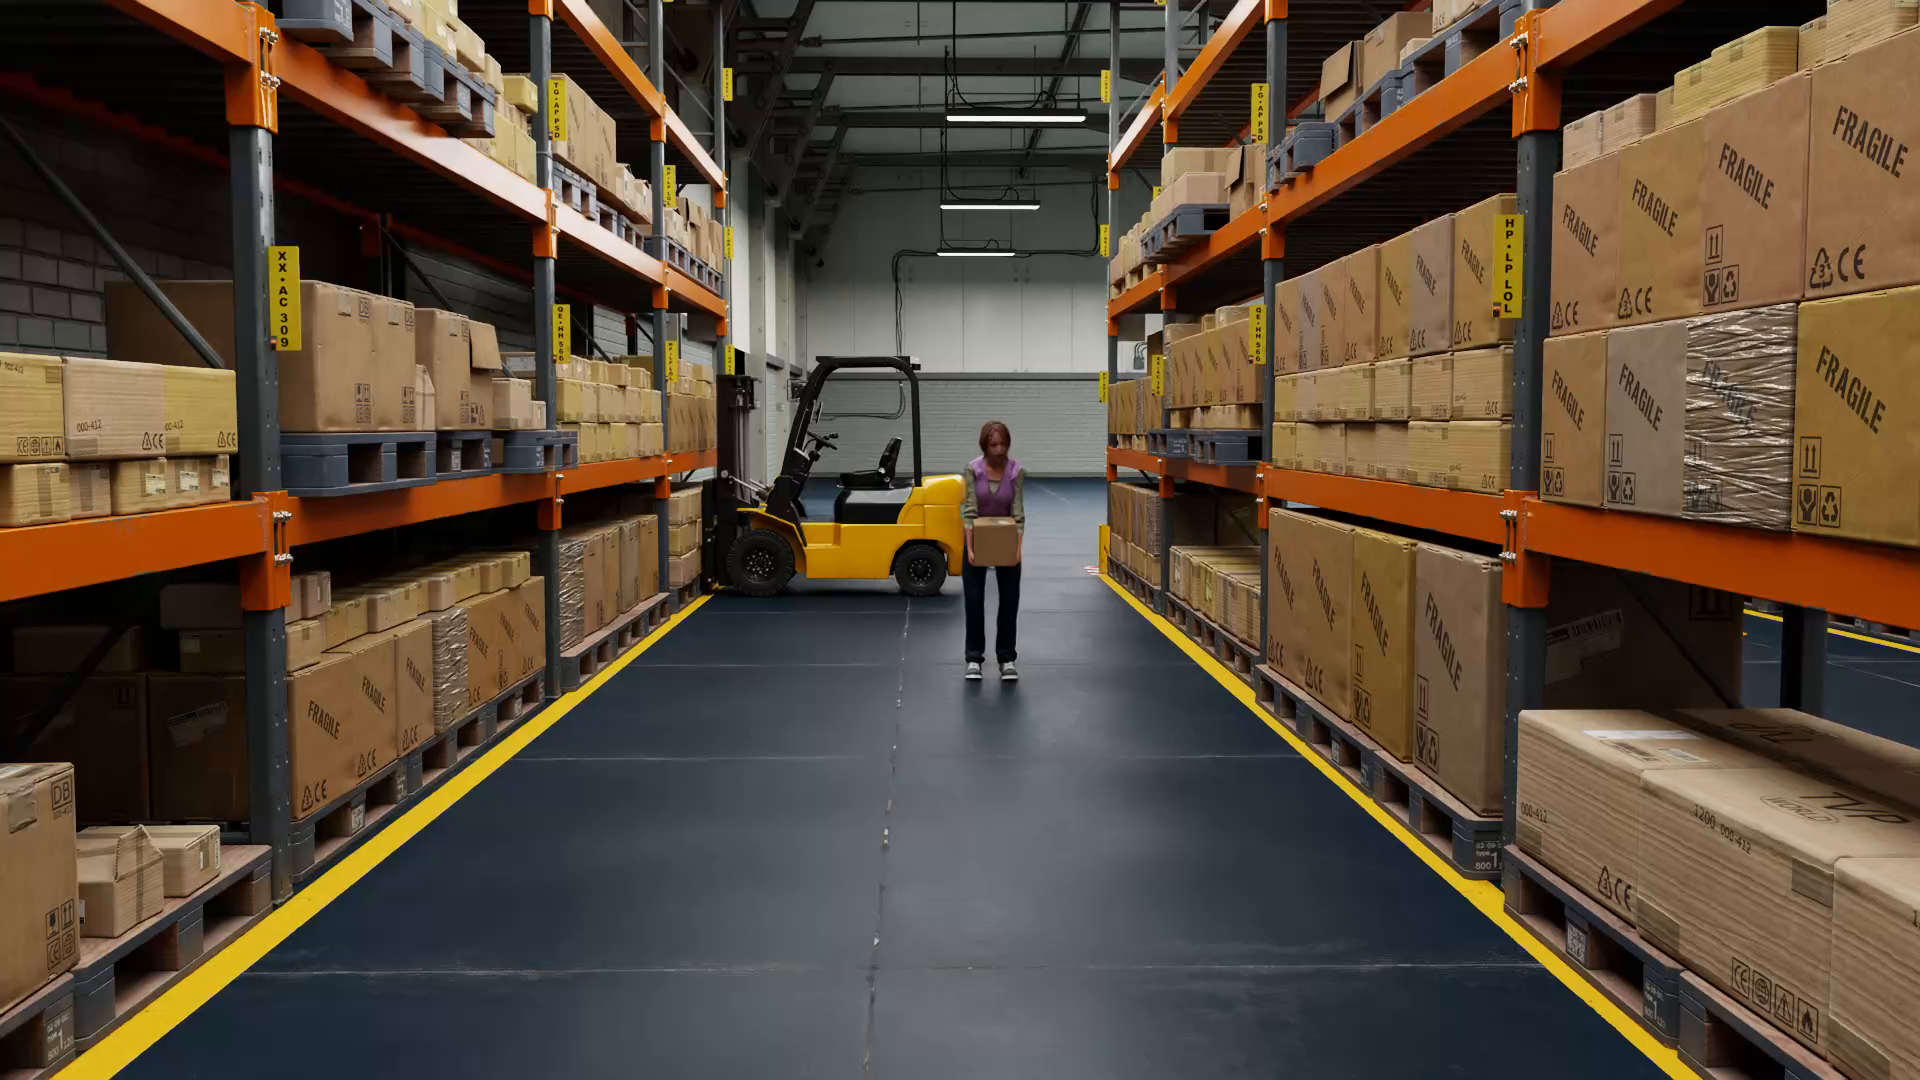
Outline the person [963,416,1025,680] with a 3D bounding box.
[{"bbox_3d":[0.202,0.052,10.041,0.374,1.594,0.512,0,4,-2],"label":"person"}]
